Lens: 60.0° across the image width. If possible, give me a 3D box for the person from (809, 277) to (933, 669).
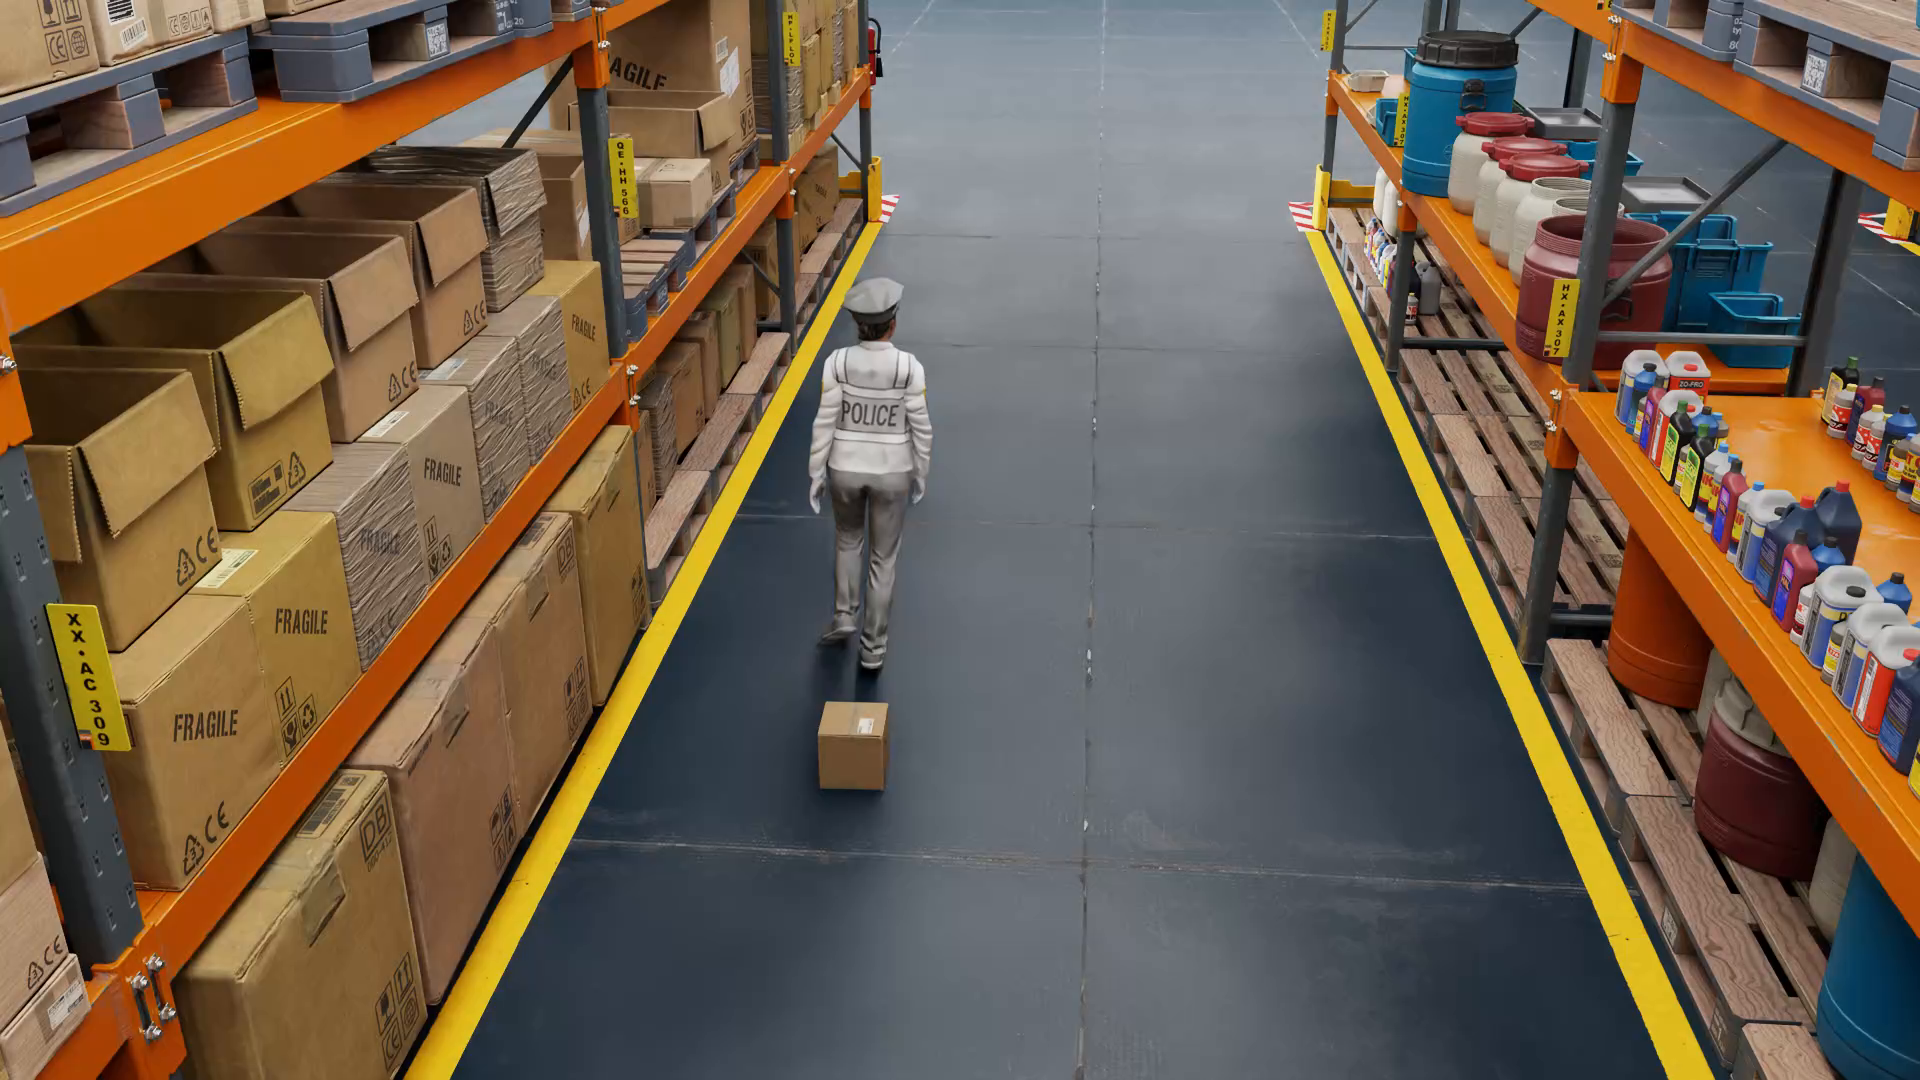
[{"bbox_3d":[-0.384,-0.252,7.131,0.529,1.716,0.475,4,25,8],"label":"person"}]
